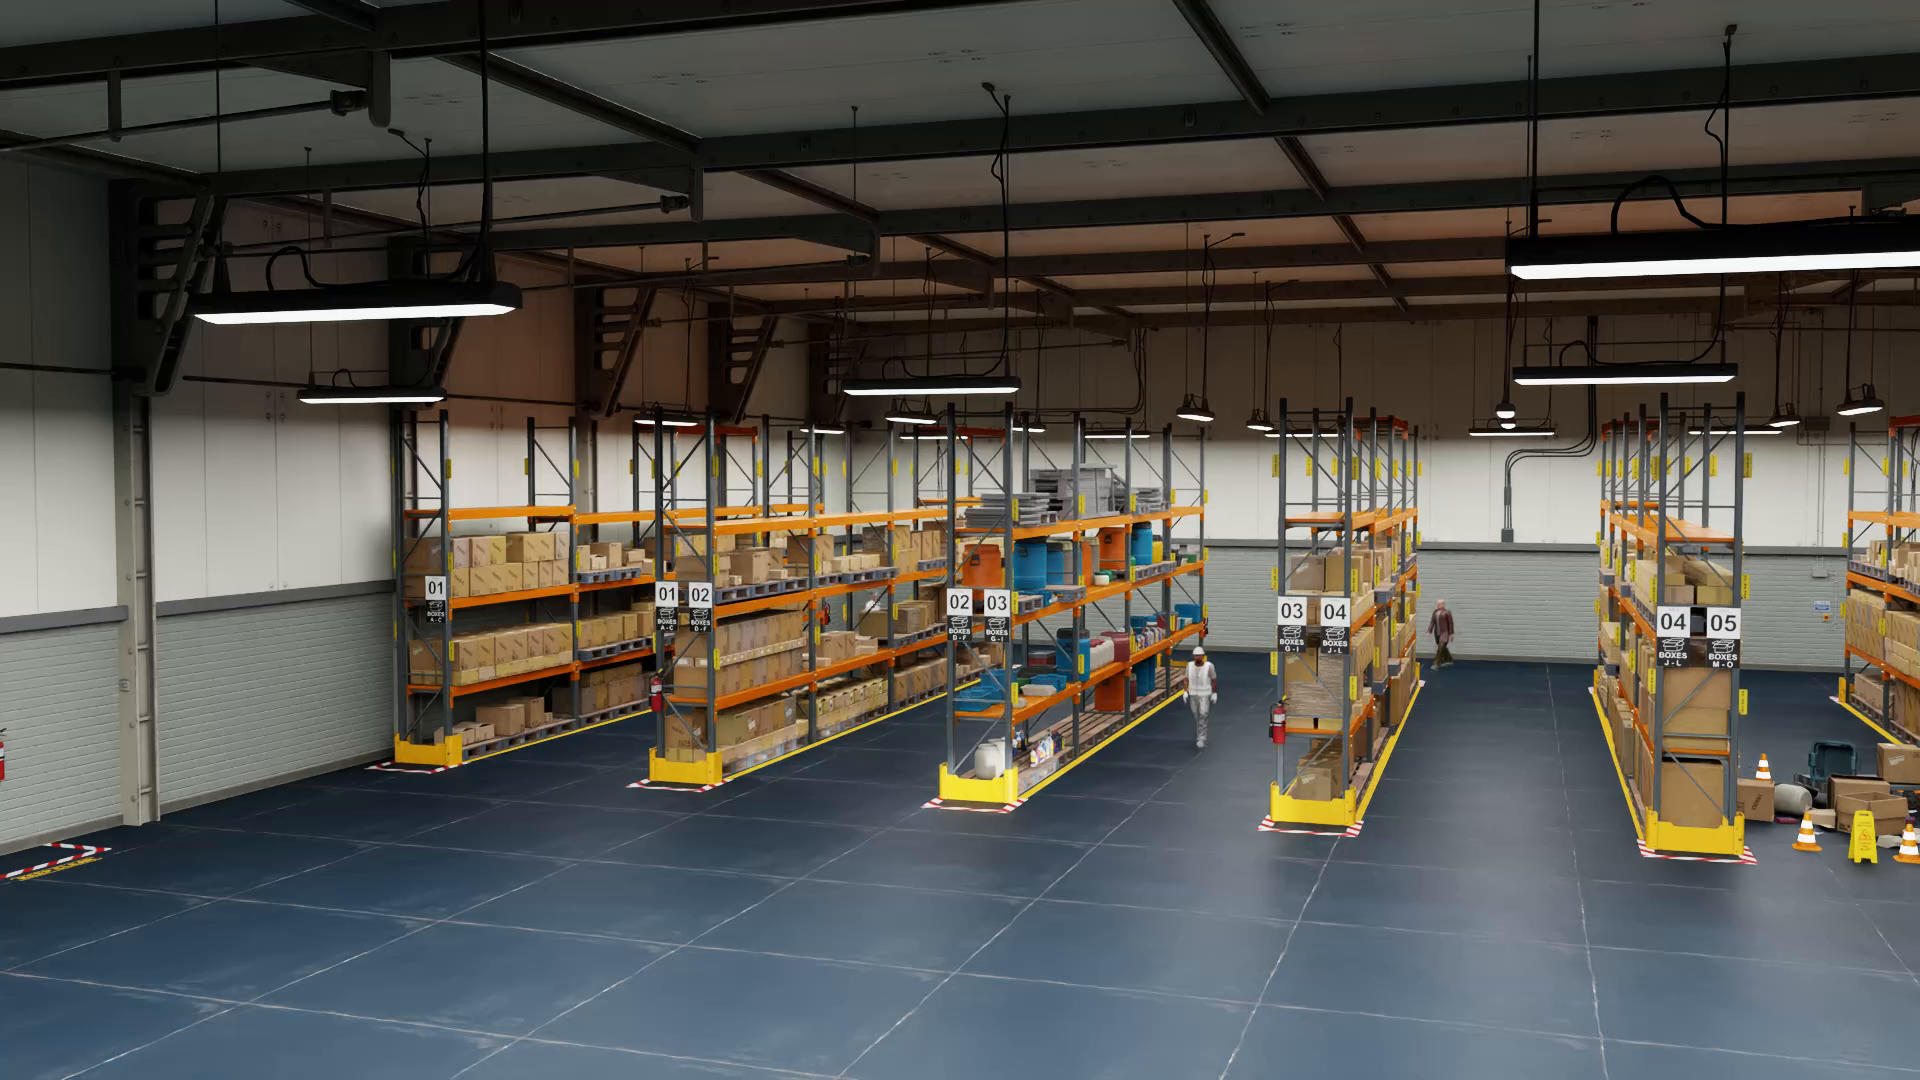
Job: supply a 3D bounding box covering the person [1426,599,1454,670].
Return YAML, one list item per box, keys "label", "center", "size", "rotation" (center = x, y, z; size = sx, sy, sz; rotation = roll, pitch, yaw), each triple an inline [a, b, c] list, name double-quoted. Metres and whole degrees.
- label: "person"
  center: [11.987, 2.387, 41.457]
  size: [1.126, 1.618, 0.645]
  rotation: [-2, 3, -36]

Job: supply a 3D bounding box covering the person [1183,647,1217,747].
- label: "person"
  center: [4.313, 2.809, 30.114]
  size: [0.570, 1.743, 0.901]
  rotation: [1, 3, 31]

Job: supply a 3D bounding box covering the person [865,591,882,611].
- label: "person"
  center: [-2.340, 2.220, 44.956]
  size: [1.130, 1.709, 0.523]
  rotation: [2, 3, 32]
